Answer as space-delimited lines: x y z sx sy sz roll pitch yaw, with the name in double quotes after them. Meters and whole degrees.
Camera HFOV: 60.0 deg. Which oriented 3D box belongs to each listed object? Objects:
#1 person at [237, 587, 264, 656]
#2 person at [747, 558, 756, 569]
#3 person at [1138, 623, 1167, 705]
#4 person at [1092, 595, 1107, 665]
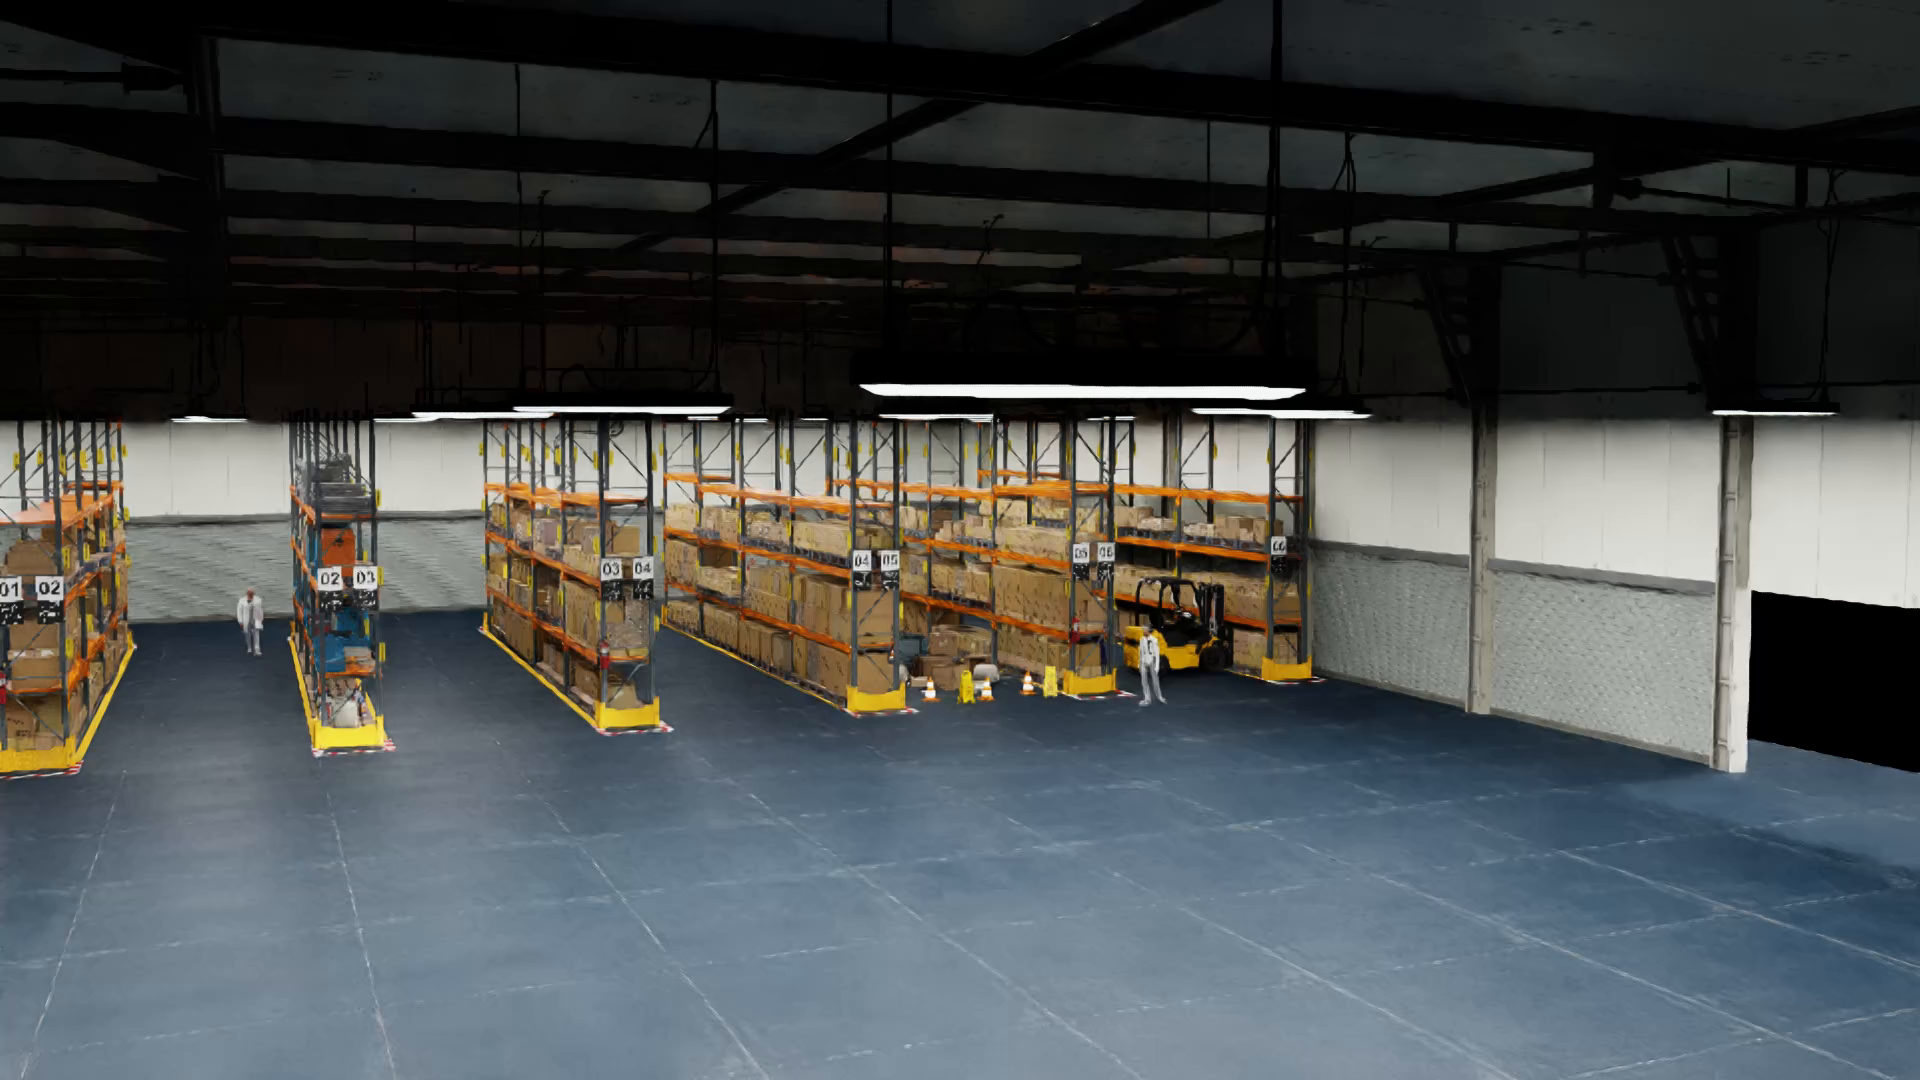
-17.463 1.988 40.950 0.598 1.698 1.194 -2 4 -21 "person"
-6.194 1.386 49.431 0.445 1.732 0.643 0 4 -2 "person"
3.911 2.519 34.003 0.570 1.664 0.521 3 5 40 "person"
3.223 2.126 39.473 0.556 1.644 0.598 1 4 8 "person"
